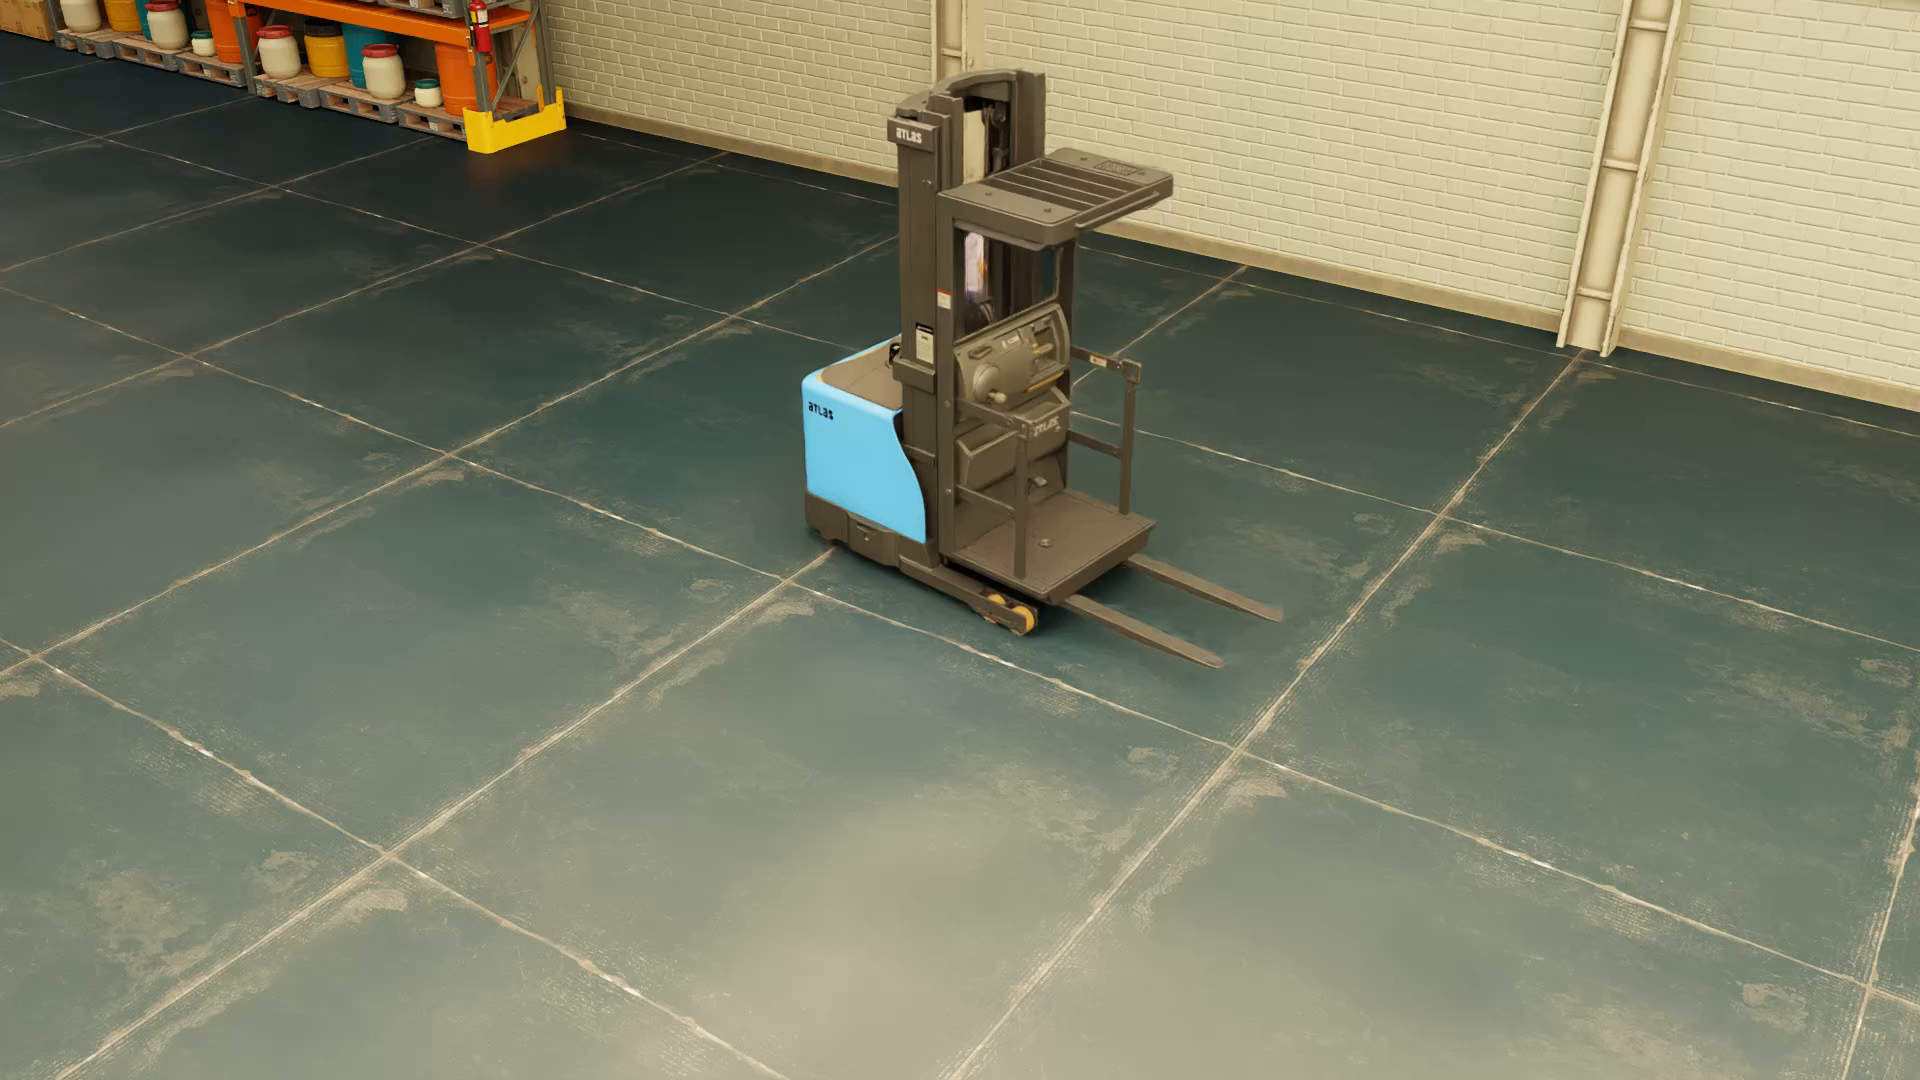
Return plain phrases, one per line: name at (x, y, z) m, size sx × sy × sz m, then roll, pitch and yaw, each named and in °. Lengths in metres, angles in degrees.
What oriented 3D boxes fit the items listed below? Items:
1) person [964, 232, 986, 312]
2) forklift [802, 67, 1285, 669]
person at (0.232, -1.791, 12.235) m, size 0.632 × 1.432 × 0.771 m, roll -16°, pitch 34°, yaw -26°
forklift at (0.465, -1.018, 9.335) m, size 3.031 × 2.935 × 1.130 m, roll 24°, pitch 38°, yaw 35°
